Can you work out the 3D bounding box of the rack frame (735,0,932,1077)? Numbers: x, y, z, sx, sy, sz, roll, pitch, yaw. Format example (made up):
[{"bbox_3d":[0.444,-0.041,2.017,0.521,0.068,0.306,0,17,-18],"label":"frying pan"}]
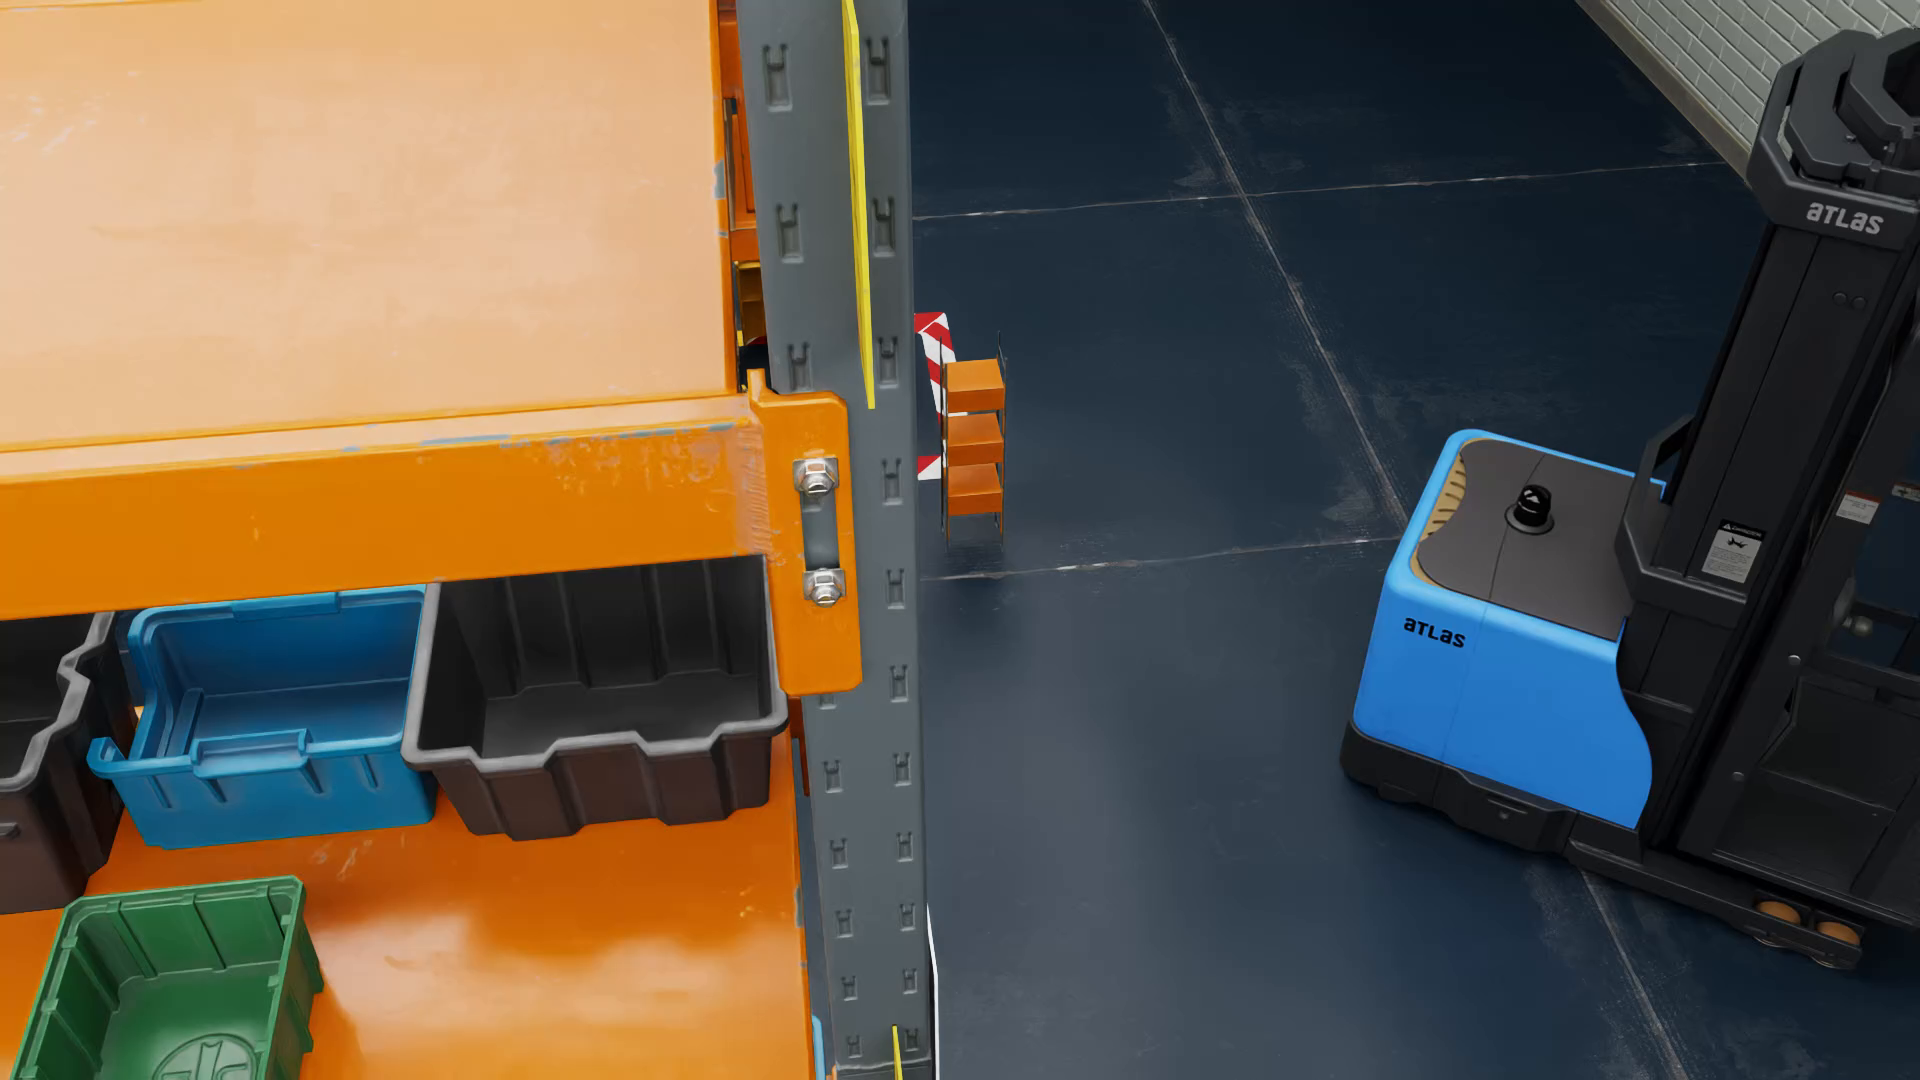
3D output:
[{"bbox_3d":[-0.165,-0.742,1.569,0.127,3.000,1.000,-5,42,-6],"label":"rack frame"}]

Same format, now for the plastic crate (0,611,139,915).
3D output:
[{"bbox_3d":[-1.716,0.345,2.649,0.767,0.338,0.504,-5,42,-6],"label":"plastic crate"}]

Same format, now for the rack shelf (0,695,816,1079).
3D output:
[{"bbox_3d":[-2.148,0.813,2.622,4.000,0.370,1.077,-5,42,-6],"label":"rack shelf"}]

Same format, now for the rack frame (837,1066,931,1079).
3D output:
[{"bbox_3d":[-0.165,1.486,3.578,0.127,3.000,1.000,-5,42,-6],"label":"rack frame"}]

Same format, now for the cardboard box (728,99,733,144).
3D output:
[{"bbox_3d":[-1.278,-1.978,7.343,0.500,0.500,0.500,-4,42,-5],"label":"cardboard box"}]

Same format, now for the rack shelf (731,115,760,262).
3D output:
[{"bbox_3d":[-2.787,-1.363,7.274,4.000,0.370,1.077,-5,42,-6],"label":"rack shelf"}]

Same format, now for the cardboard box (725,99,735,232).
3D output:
[{"bbox_3d":[-1.212,-1.621,6.949,0.500,0.500,0.500,-4,42,-4],"label":"cardboard box"}]

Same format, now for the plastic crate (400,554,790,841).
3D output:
[{"bbox_3d":[-0.583,0.269,2.785,0.590,0.269,0.497,-5,42,-6],"label":"plastic crate"}]

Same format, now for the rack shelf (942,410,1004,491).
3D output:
[{"bbox_3d":[0.053,-0.387,7.126,0.240,0.259,0.215,-5,42,-6],"label":"rack shelf"}]

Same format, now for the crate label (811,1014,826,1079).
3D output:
[{"bbox_3d":[-0.453,1.329,3.833,0.303,0.233,0.416,-5,42,-6],"label":"crate label"}]

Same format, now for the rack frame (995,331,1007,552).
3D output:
[{"bbox_3d":[0.174,-0.405,7.130,0.008,1.050,0.200,-5,42,-6],"label":"rack frame"}]

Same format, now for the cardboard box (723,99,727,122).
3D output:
[{"bbox_3d":[-1.209,-1.991,6.612,0.500,0.500,0.500,-5,42,-6],"label":"cardboard box"}]

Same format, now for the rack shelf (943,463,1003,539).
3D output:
[{"bbox_3d":[0.053,-0.180,7.312,0.240,0.259,0.215,-5,42,-6],"label":"rack shelf"}]

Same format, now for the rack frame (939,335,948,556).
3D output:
[{"bbox_3d":[-0.068,-0.384,7.107,0.008,1.050,0.200,-5,42,-6],"label":"rack frame"}]

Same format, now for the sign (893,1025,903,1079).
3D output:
[{"bbox_3d":[-0.078,0.775,2.205,0.005,0.325,0.100,-5,42,-6],"label":"sign"}]

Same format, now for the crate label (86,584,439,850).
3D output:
[{"bbox_3d":[-1.122,0.293,2.772,0.502,0.251,0.408,-5,42,-6],"label":"crate label"}]

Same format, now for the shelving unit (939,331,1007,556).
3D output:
[{"bbox_3d":[0.053,-0.394,7.119,0.252,1.050,0.215,-5,42,-6],"label":"shelving unit"}]

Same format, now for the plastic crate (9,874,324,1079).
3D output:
[{"bbox_3d":[-1.106,0.726,2.339,0.336,0.188,0.450,-5,42,-6],"label":"plastic crate"}]

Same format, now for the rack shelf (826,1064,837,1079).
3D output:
[{"bbox_3d":[-2.148,1.927,3.626,4.000,0.370,1.077,-5,42,-6],"label":"rack shelf"}]

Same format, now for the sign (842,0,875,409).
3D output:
[{"bbox_3d":[-0.078,-0.258,1.273,0.005,0.325,0.100,-5,42,-6],"label":"sign"}]

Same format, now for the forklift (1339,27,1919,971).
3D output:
[{"bbox_3d":[3.015,-0.004,5.281,3.031,2.935,1.130,19,45,20],"label":"forklift"}]

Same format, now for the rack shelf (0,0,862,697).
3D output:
[{"bbox_3d":[-2.148,-0.152,1.751,4.000,0.370,1.077,-5,42,-6],"label":"rack shelf"}]

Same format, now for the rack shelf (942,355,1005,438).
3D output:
[{"bbox_3d":[0.053,-0.597,6.936,0.240,0.259,0.215,-5,42,-6],"label":"rack shelf"}]

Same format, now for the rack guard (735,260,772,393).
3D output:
[{"bbox_3d":[-0.879,-0.869,8.055,0.348,0.500,1.175,-5,42,-6],"label":"rack guard"}]

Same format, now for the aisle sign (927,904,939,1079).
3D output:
[{"bbox_3d":[-0.056,0.709,2.499,0.004,0.787,0.394,-5,42,-6],"label":"aisle sign"}]

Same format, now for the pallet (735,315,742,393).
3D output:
[{"bbox_3d":[-1.669,-0.692,8.075,1.213,0.211,1.003,-5,42,-6],"label":"pallet"}]
